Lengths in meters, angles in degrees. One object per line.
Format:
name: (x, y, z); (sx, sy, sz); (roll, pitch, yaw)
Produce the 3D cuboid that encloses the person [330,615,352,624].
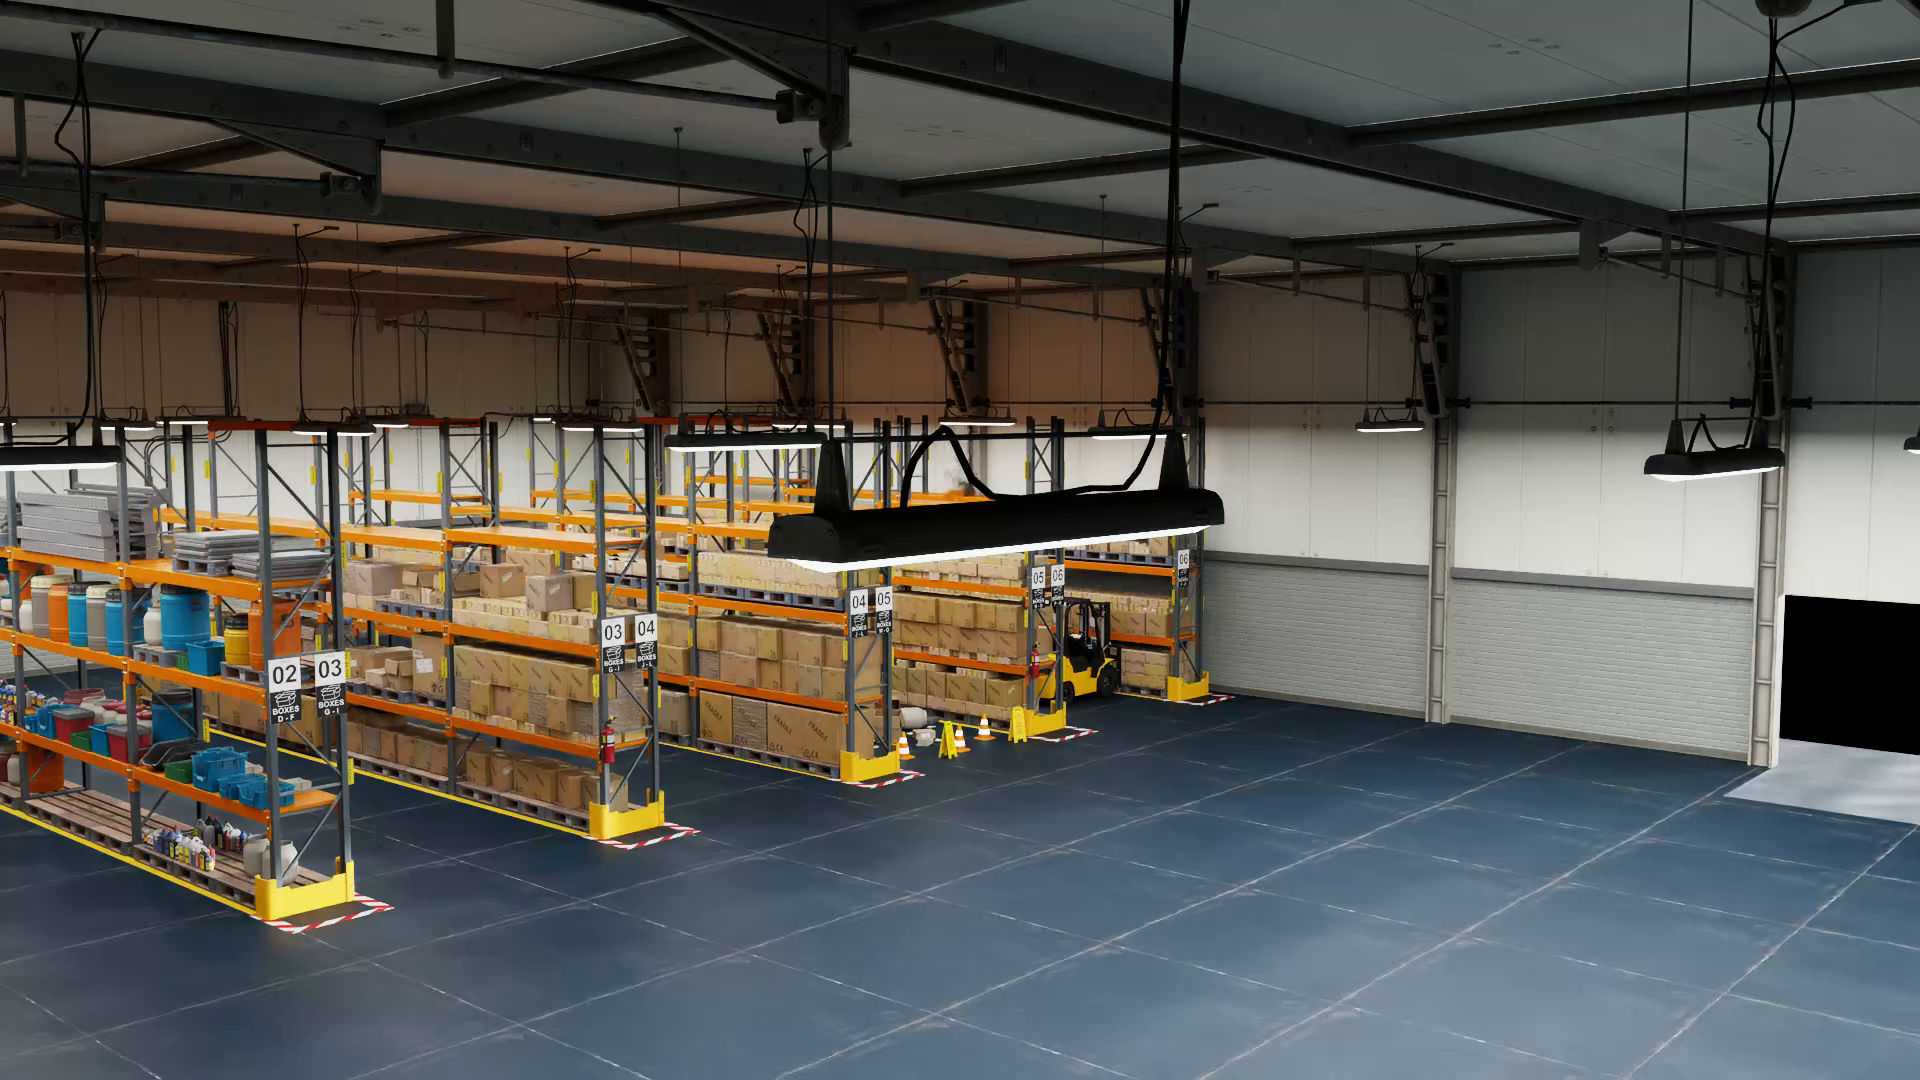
person: (-14.626, 2.265, 39.043); (0.595, 1.610, 1.000); (2, 5, 25)
